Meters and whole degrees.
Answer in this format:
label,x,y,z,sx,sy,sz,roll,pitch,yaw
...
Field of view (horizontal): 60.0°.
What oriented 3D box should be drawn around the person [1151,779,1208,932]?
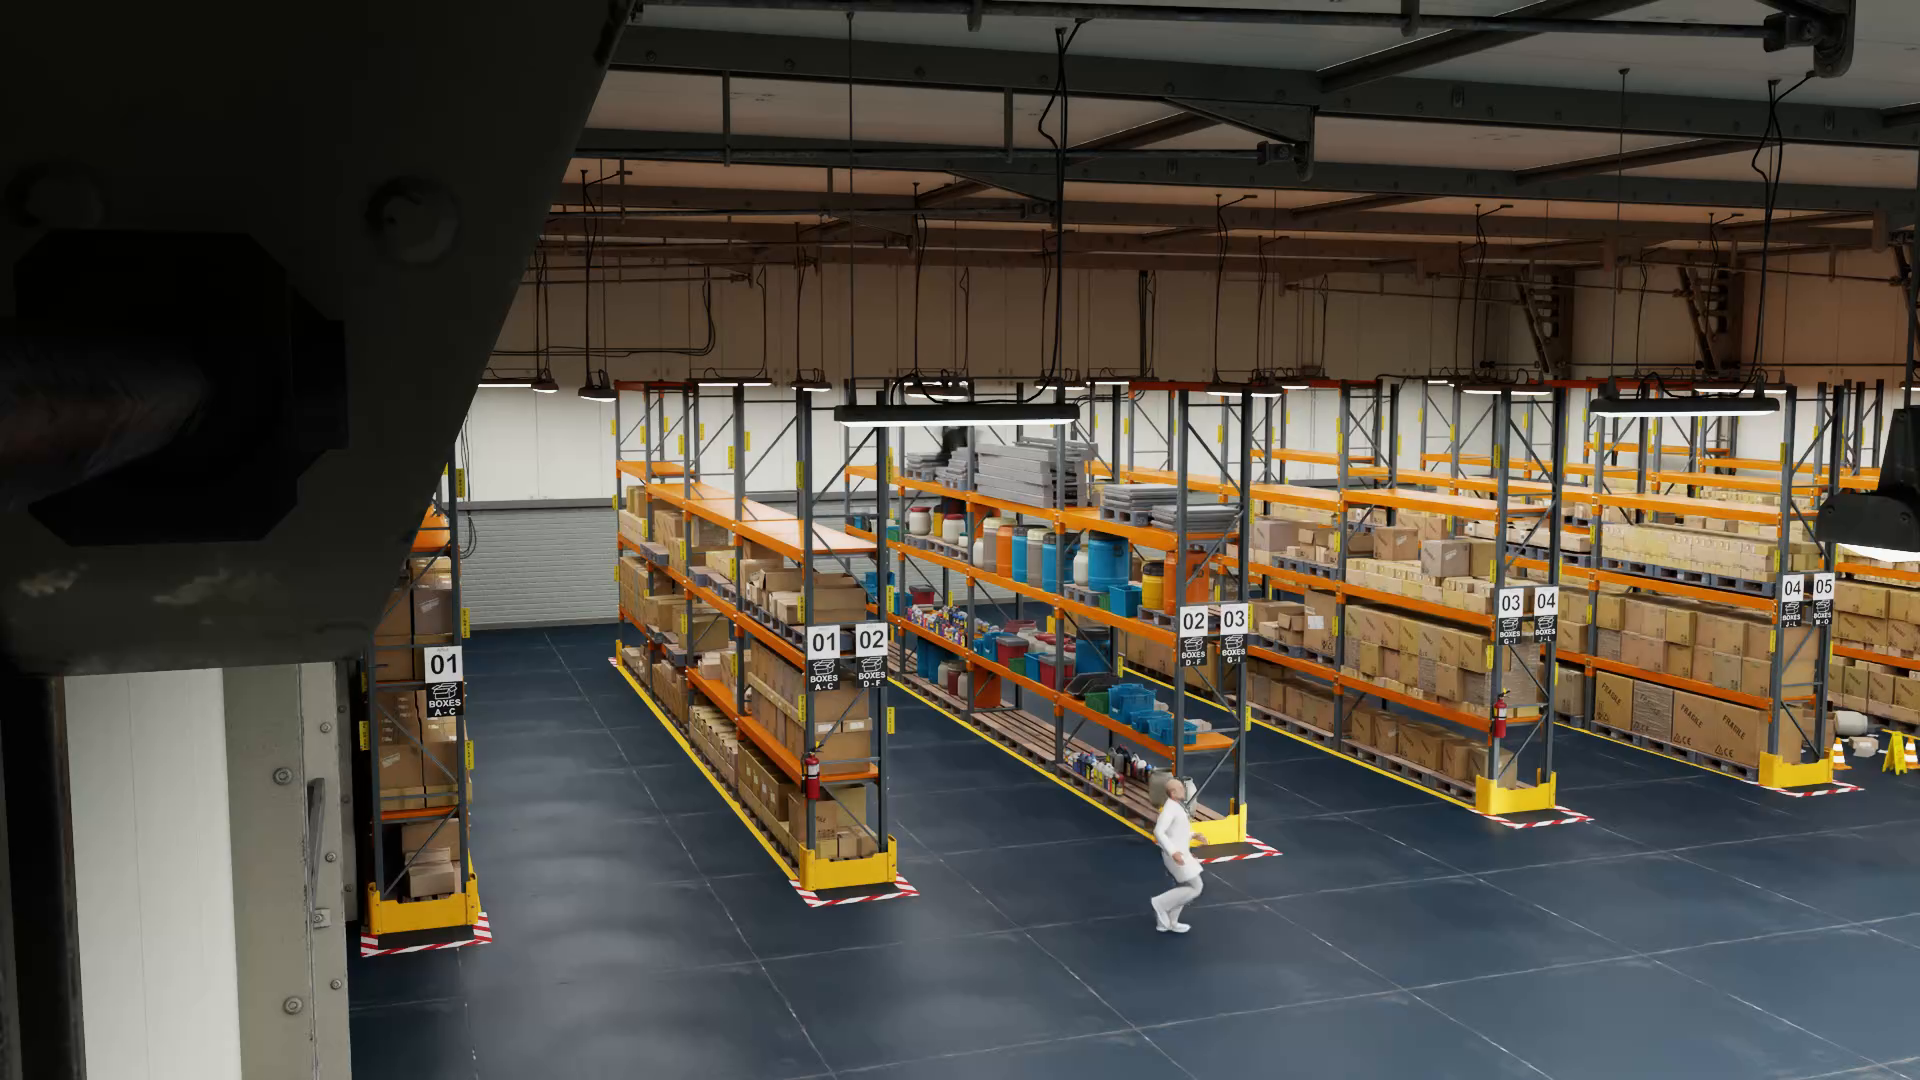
label,x,y,z,sx,sy,sz,roll,pitch,yaw
person,2.445,3.517,18.511,0.624,1.732,0.715,1,6,8
